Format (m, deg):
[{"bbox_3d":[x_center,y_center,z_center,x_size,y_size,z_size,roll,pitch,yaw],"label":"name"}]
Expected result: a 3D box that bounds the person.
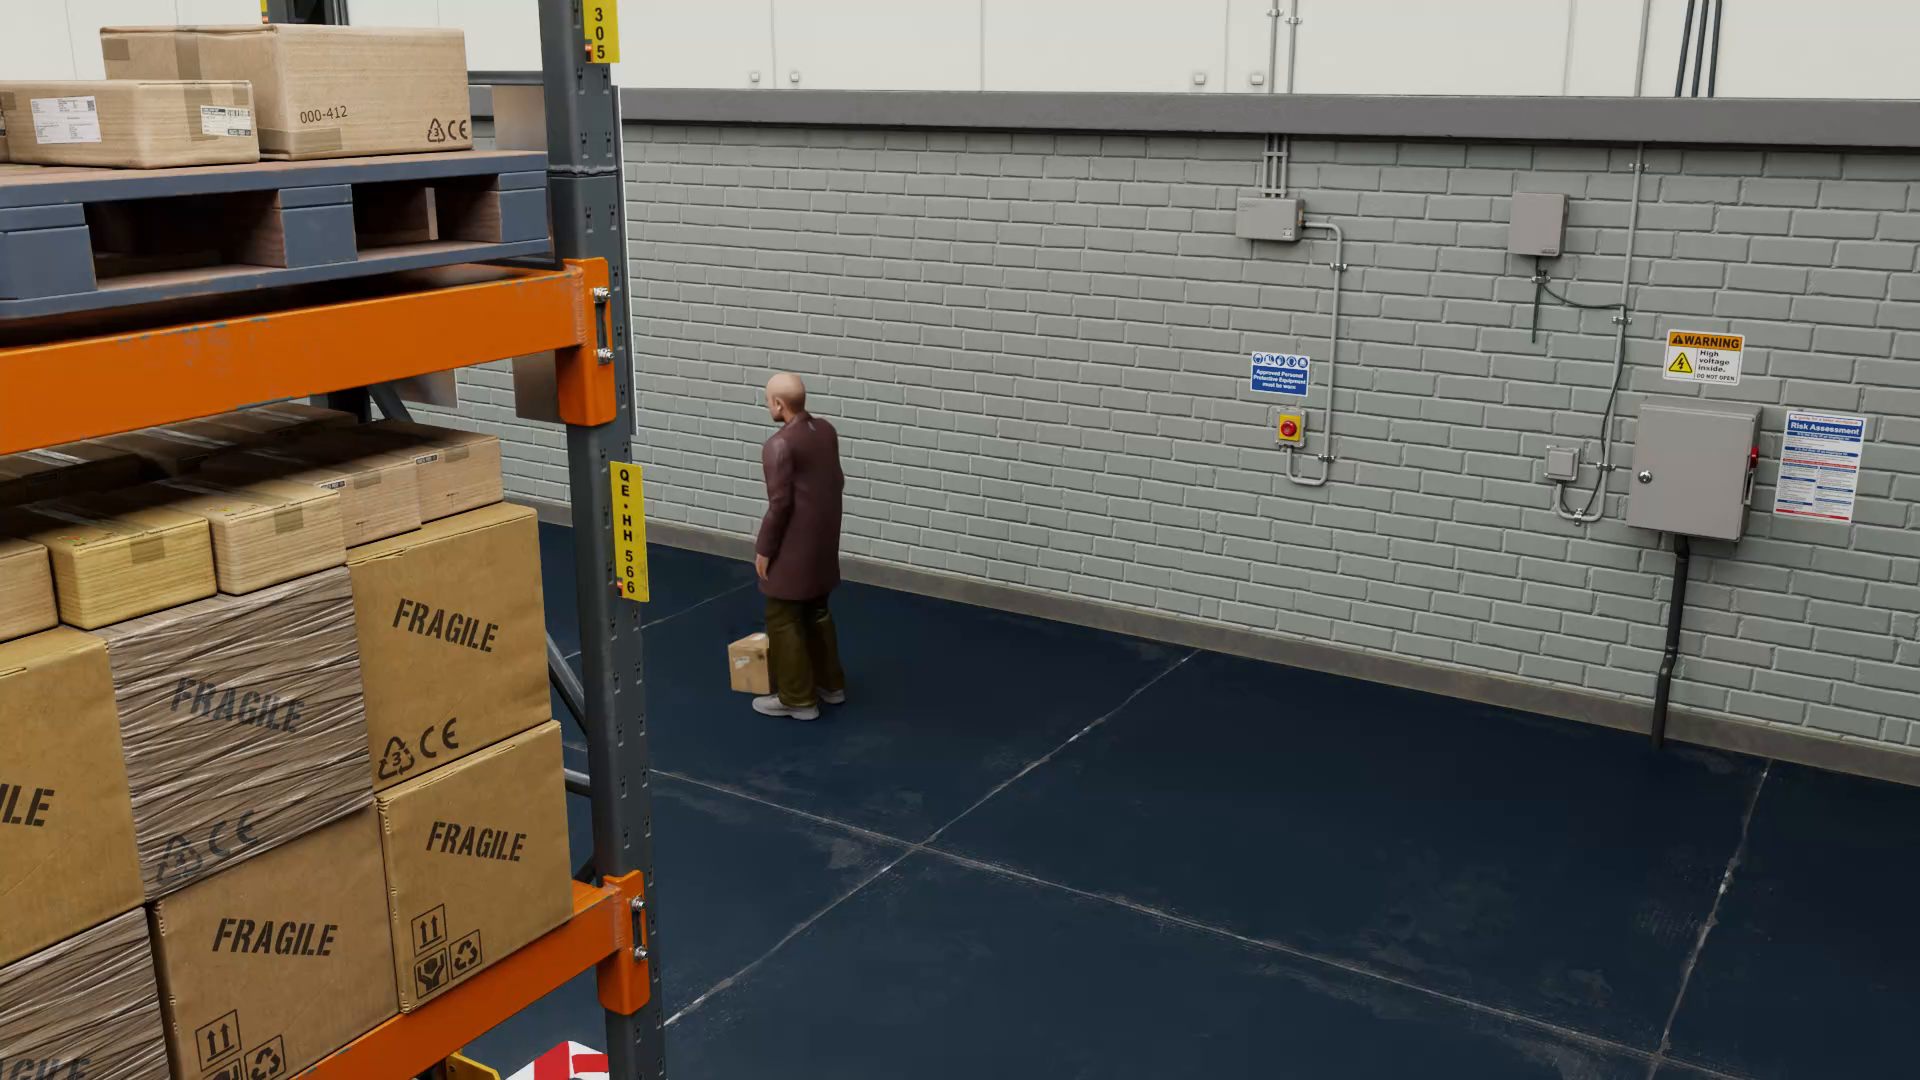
[{"bbox_3d":[-0.821,0.027,8.464,0.426,1.774,0.612,9,18,28],"label":"person"}]
